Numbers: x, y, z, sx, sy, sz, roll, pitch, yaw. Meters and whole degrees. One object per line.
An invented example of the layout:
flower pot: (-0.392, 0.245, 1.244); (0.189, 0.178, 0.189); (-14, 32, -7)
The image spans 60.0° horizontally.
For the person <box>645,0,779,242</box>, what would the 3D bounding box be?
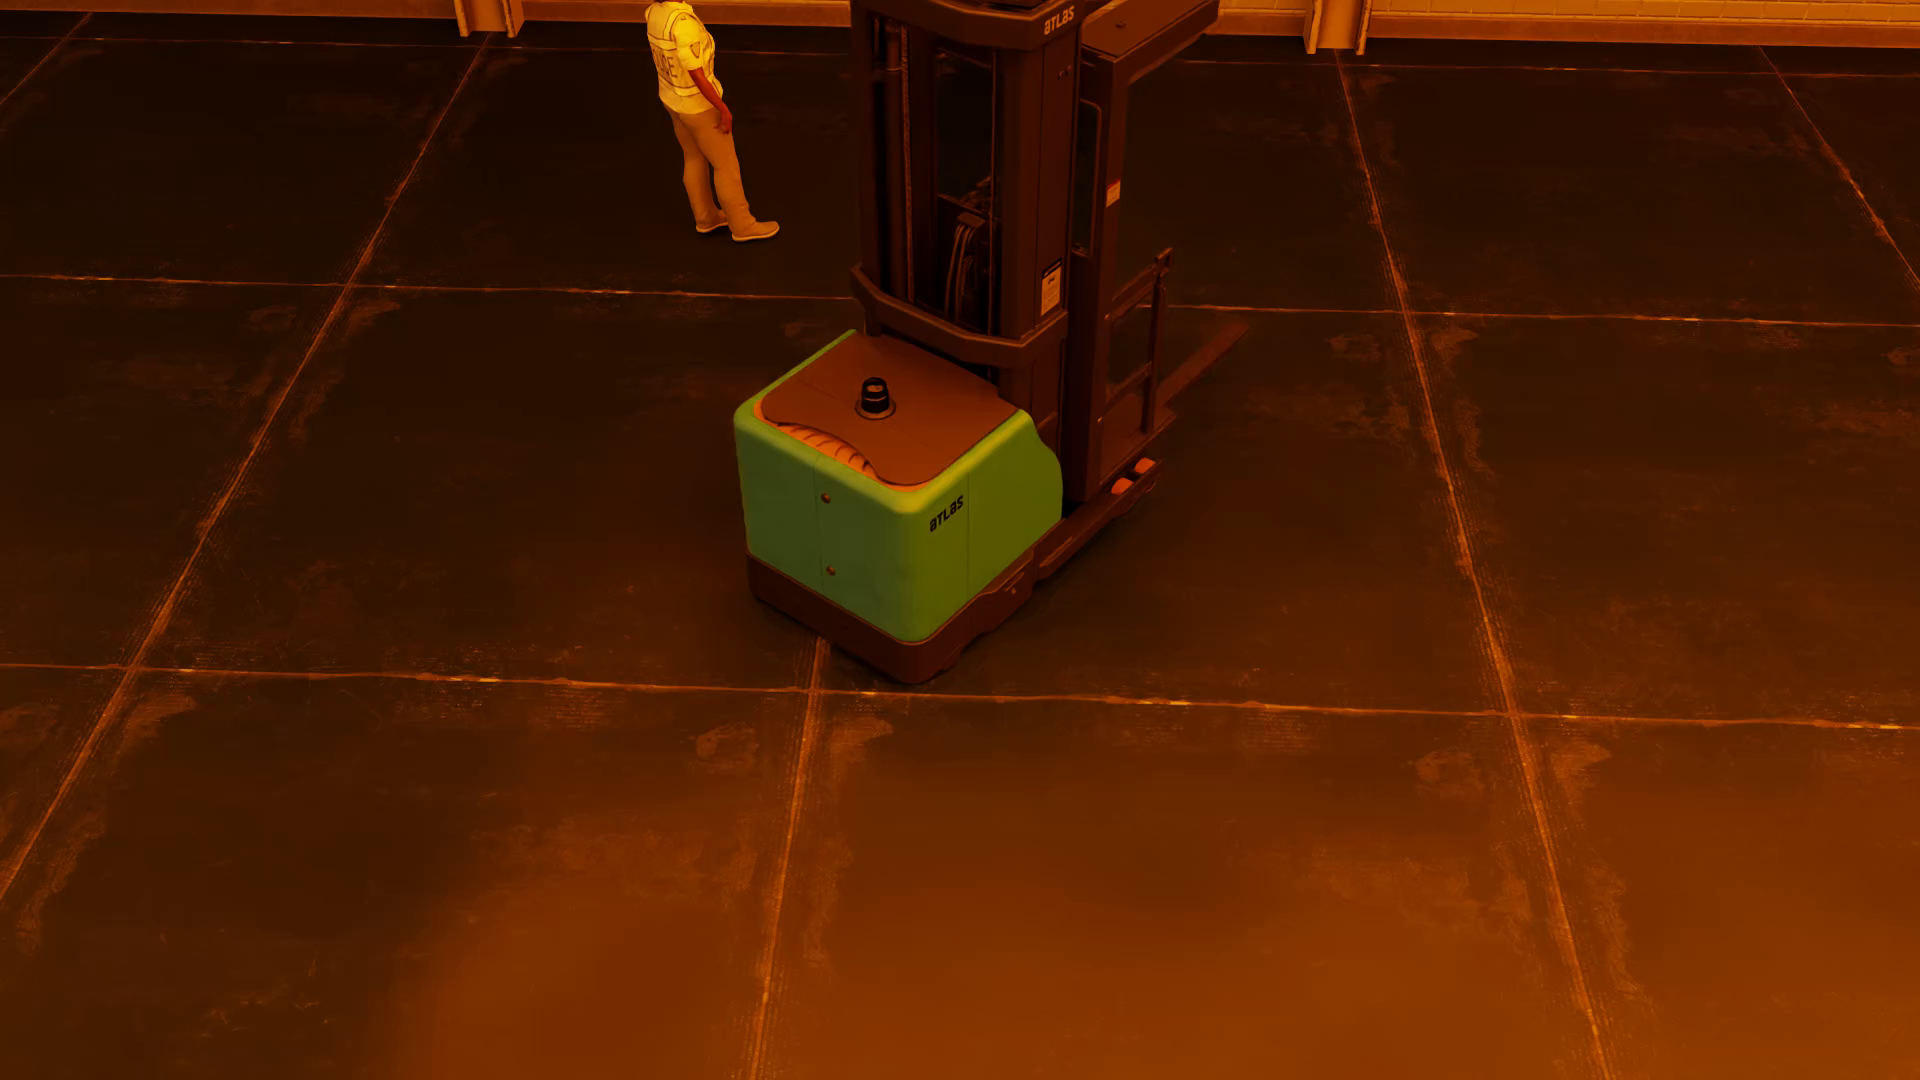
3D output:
person: (-1.434, -2.496, 9.383); (0.531, 1.695, 0.568); (-28, 49, -27)

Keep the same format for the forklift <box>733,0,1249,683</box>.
forklift: (0.341, -1.404, 7.280); (1.130, 2.935, 3.031); (28, 49, 27)
